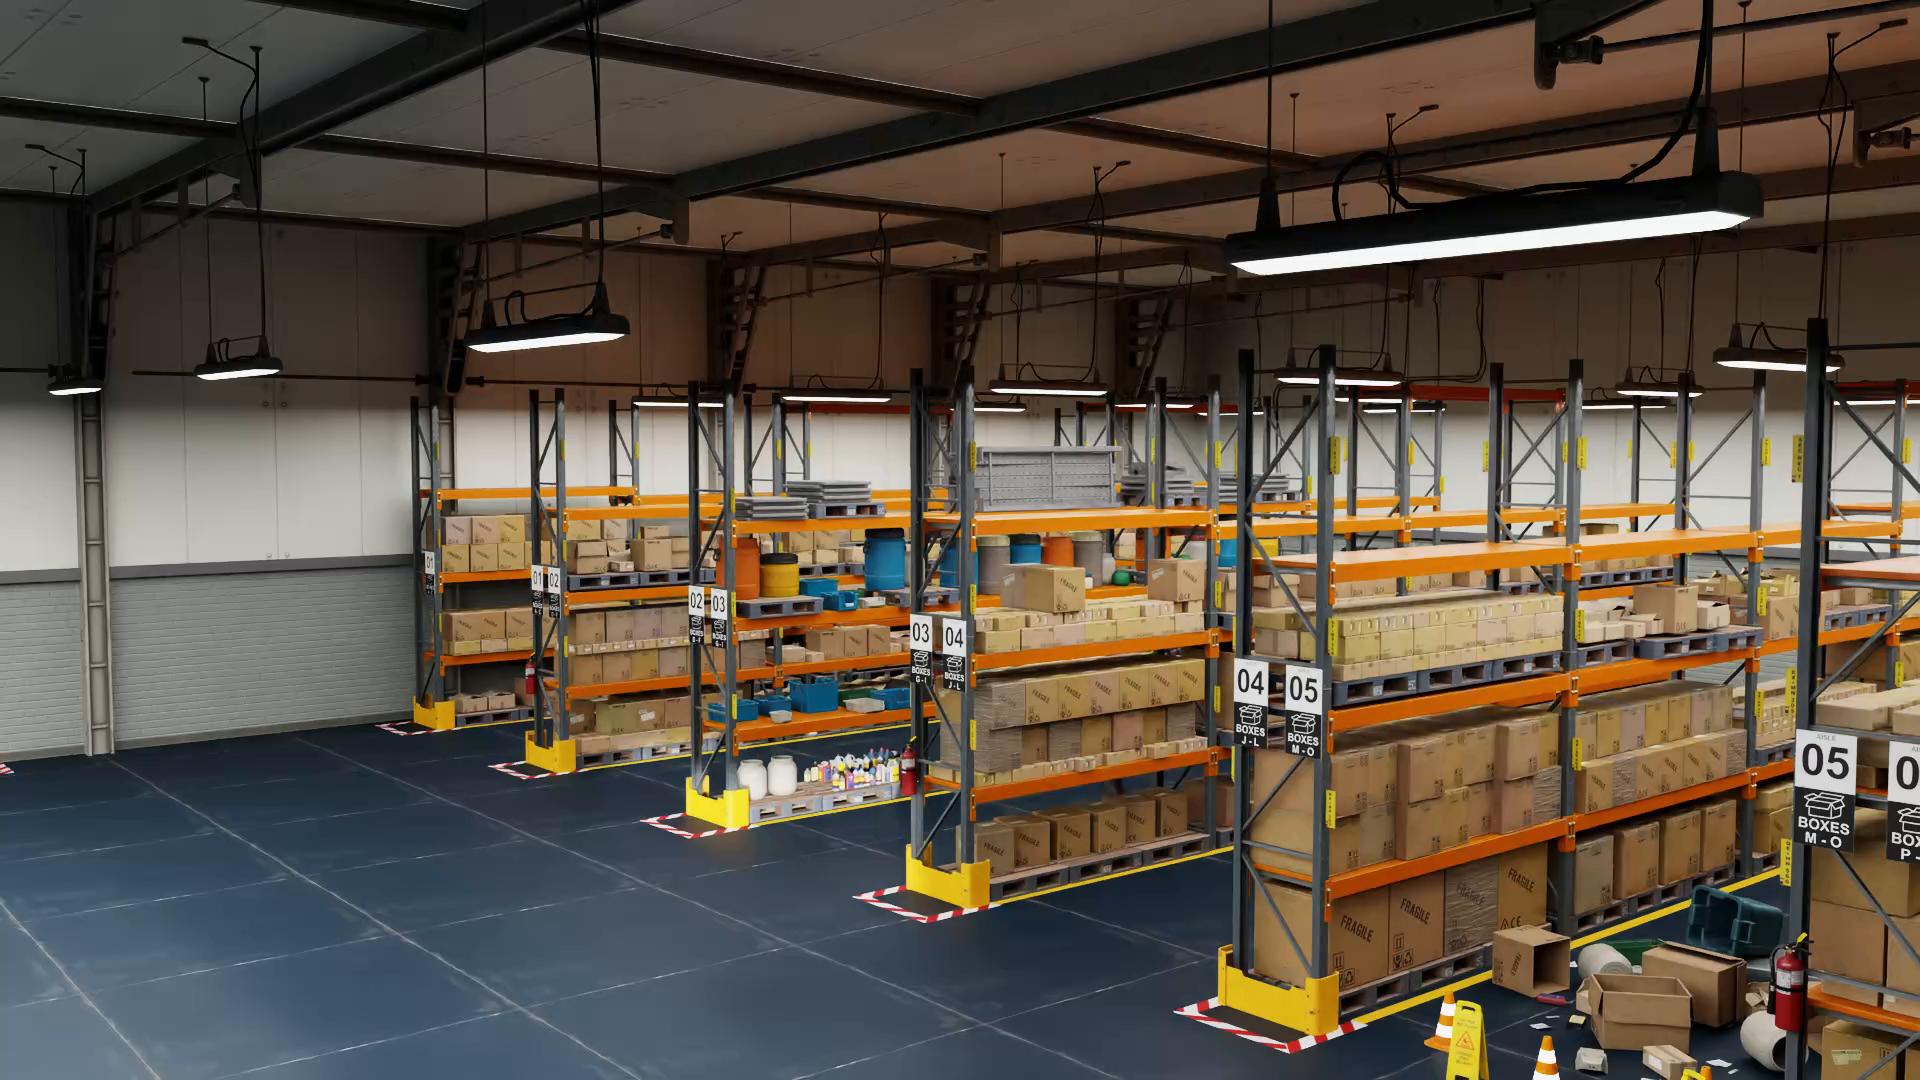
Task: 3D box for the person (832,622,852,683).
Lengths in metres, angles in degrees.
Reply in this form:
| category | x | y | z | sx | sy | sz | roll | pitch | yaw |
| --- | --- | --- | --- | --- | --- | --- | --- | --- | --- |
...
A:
| category | x | y | z | sx | sy | sz | roll | pitch | yaw |
| --- | --- | --- | --- | --- | --- | --- | --- | --- | --- |
| person | -2.421 | 2.336 | 33.967 | 0.545 | 1.697 | 0.482 | -1 | 3 | -11 |

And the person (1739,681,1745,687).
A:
| category | x | y | z | sx | sy | sz | roll | pitch | yaw |
| --- | --- | --- | --- | --- | --- | --- | --- | --- | --- |
| person | 11.253 | 2.886 | 23.846 | 1.060 | 1.709 | 0.487 | -3 | 4 | -40 |

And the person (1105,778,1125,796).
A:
| category | x | y | z | sx | sy | sz | roll | pitch | yaw |
| --- | --- | --- | --- | --- | --- | --- | --- | --- | --- |
| person | 2.081 | 3.024 | 22.782 | 0.348 | 1.587 | 0.491 | 2 | 4 | 34 |
